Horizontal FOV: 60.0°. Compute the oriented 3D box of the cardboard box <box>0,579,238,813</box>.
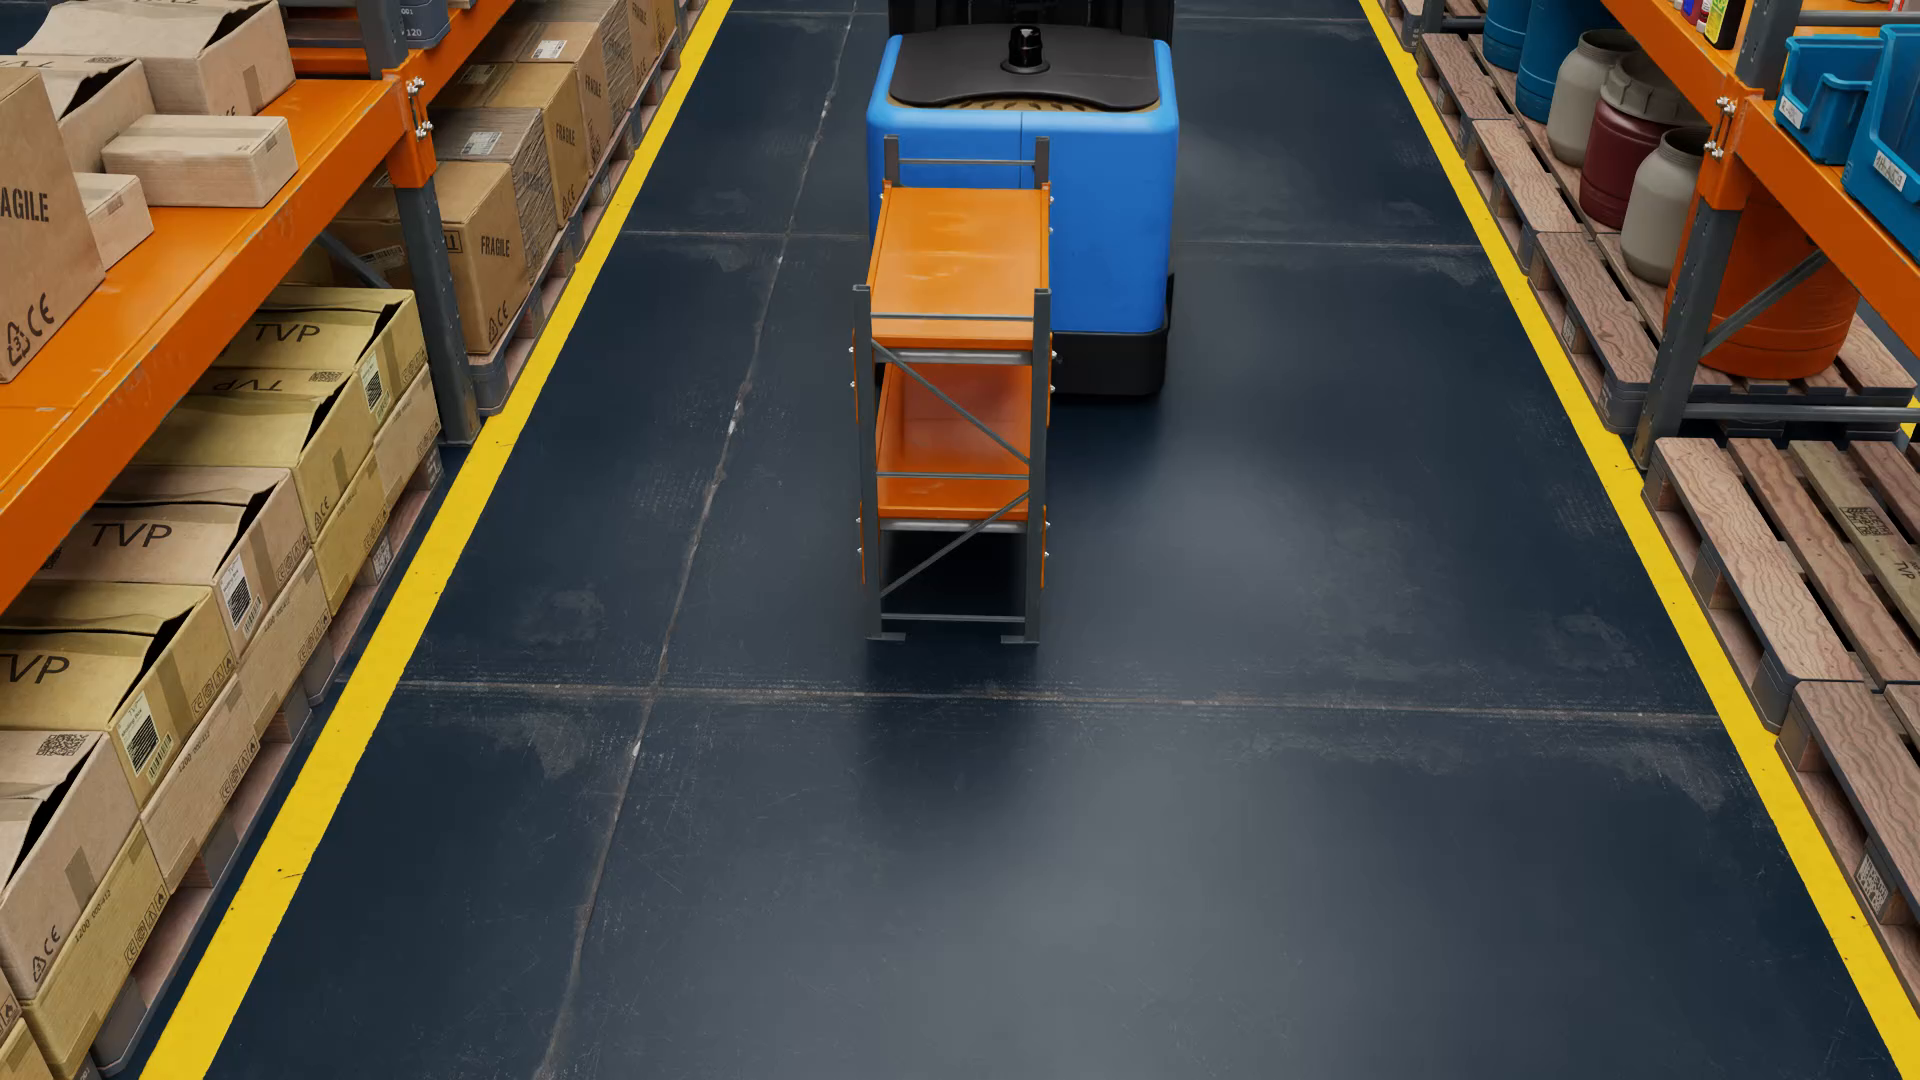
[{"bbox_3d":[-2.004,0.315,3.731,0.500,0.311,0.500,2,35,3],"label":"cardboard box"}]

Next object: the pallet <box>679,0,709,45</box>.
[{"bbox_3d":[-1.980,-3.143,9.539,1.003,0.211,1.213,1,35,2],"label":"pallet"}]

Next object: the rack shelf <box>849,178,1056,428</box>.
[{"bbox_3d":[0.000,-0.704,4.764,0.538,0.278,1.000,1,35,2],"label":"rack shelf"}]

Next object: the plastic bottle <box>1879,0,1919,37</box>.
[{"bbox_3d":[2.968,-1.669,5.124,0.152,0.276,0.135,1,35,2],"label":"plastic bottle"}]

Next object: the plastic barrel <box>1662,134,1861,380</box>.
[{"bbox_3d":[2.782,-1.040,5.644,0.600,0.830,0.708,1,35,2],"label":"plastic barrel"}]

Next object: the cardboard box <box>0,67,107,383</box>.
[{"bbox_3d":[-2.220,-0.668,3.505,0.500,0.500,0.500,0,35,-1],"label":"cardboard box"}]

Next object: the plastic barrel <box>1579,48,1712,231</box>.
[{"bbox_3d":[2.828,-1.590,6.636,0.600,0.588,0.708,1,35,2],"label":"plastic barrel"}]

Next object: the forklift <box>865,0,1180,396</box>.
[{"bbox_3d":[0.286,-2.531,6.302,1.130,2.935,3.031,2,35,3],"label":"forklift"}]

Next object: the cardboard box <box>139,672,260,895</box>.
[{"bbox_3d":[-2.005,0.550,3.884,0.500,0.250,0.500,2,35,3],"label":"cardboard box"}]

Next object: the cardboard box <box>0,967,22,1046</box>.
[{"bbox_3d":[-2.039,0.911,2.883,0.500,0.311,0.500,1,35,1],"label":"cardboard box"}]

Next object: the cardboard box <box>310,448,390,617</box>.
[{"bbox_3d":[-1.964,-0.034,4.716,0.500,0.250,0.500,1,35,1],"label":"cardboard box"}]

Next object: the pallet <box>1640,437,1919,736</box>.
[{"bbox_3d":[2.710,0.110,4.910,1.003,0.211,1.213,1,35,2],"label":"pallet"}]

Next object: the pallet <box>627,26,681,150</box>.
[{"bbox_3d":[-2.004,-2.280,8.311,1.003,0.211,1.213,1,35,2],"label":"pallet"}]

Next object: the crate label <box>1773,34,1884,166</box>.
[{"bbox_3d":[2.388,-1.173,4.456,0.303,0.233,0.416,1,35,2],"label":"crate label"}]

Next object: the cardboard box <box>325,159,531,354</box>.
[{"bbox_3d":[-1.866,-1.004,5.861,0.500,0.500,0.500,3,35,4],"label":"cardboard box"}]

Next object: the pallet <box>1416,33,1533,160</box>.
[{"bbox_3d":[2.868,-2.190,8.182,1.003,0.211,1.213,1,35,2],"label":"pallet"}]

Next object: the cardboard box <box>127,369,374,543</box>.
[{"bbox_3d":[-1.959,-0.262,4.553,0.500,0.311,0.500,1,35,1],"label":"cardboard box"}]

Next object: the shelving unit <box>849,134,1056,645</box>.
[{"bbox_3d":[0.000,-0.464,4.932,0.538,1.125,1.048,1,35,2],"label":"shelving unit"}]

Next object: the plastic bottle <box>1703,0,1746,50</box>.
[{"bbox_3d":[2.370,-1.669,5.118,0.061,0.283,0.133,1,35,2],"label":"plastic bottle"}]

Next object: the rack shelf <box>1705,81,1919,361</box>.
[{"bbox_3d":[2.699,-0.032,3.312,1.077,0.370,4.000,1,35,2],"label":"rack shelf"}]

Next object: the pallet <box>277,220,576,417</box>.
[{"bbox_3d":[-2.102,-0.879,6.317,1.003,0.211,1.213,1,35,2],"label":"pallet"}]

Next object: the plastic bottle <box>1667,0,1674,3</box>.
[{"bbox_3d":[2.406,-1.890,5.504,0.097,0.201,0.097,0,35,0],"label":"plastic bottle"}]

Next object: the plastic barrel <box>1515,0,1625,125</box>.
[{"bbox_3d":[2.873,-2.367,7.470,0.600,0.901,0.708,1,35,2],"label":"plastic barrel"}]

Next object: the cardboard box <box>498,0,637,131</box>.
[{"bbox_3d":[-1.791,-2.185,7.541,0.500,0.500,0.500,2,35,2],"label":"cardboard box"}]

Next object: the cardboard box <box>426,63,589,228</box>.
[{"bbox_3d":[-1.825,-1.593,6.699,0.500,0.500,0.500,1,35,1],"label":"cardboard box"}]

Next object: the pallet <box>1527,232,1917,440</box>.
[{"bbox_3d":[2.770,-0.788,6.188,1.003,0.211,1.213,1,35,2],"label":"pallet"}]

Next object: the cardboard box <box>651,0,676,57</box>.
[{"bbox_3d":[-1.742,-2.757,8.355,0.500,0.500,0.500,1,35,2],"label":"cardboard box"}]

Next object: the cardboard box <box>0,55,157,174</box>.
[{"bbox_3d":[-2.399,-1.046,4.207,0.500,0.311,0.500,1,35,1],"label":"cardboard box"}]

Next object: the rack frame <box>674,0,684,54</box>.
[{"bbox_3d":[-2.009,-3.890,8.176,1.000,3.000,0.127,1,35,2],"label":"rack frame"}]

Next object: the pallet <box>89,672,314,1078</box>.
[{"bbox_3d":[-2.293,0.721,4.041,1.003,0.211,1.213,1,35,2],"label":"pallet"}]

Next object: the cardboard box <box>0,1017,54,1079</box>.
[{"bbox_3d":[-2.044,1.140,3.045,0.500,0.250,0.500,2,35,3],"label":"cardboard box"}]

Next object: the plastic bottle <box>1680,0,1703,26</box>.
[{"bbox_3d":[2.379,-1.802,5.307,0.061,0.283,0.133,1,35,2],"label":"plastic bottle"}]

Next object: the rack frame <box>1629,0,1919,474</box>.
[{"bbox_3d":[2.780,-1.475,4.740,1.000,3.000,0.127,1,35,2],"label":"rack frame"}]

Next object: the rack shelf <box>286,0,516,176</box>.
[{"bbox_3d":[-2.089,-2.446,6.748,1.077,0.370,4.000,1,35,2],"label":"rack shelf"}]

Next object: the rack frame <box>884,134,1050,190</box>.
[{"bbox_3d":[0.021,-0.756,5.348,0.500,1.125,0.032,1,35,2],"label":"rack frame"}]
